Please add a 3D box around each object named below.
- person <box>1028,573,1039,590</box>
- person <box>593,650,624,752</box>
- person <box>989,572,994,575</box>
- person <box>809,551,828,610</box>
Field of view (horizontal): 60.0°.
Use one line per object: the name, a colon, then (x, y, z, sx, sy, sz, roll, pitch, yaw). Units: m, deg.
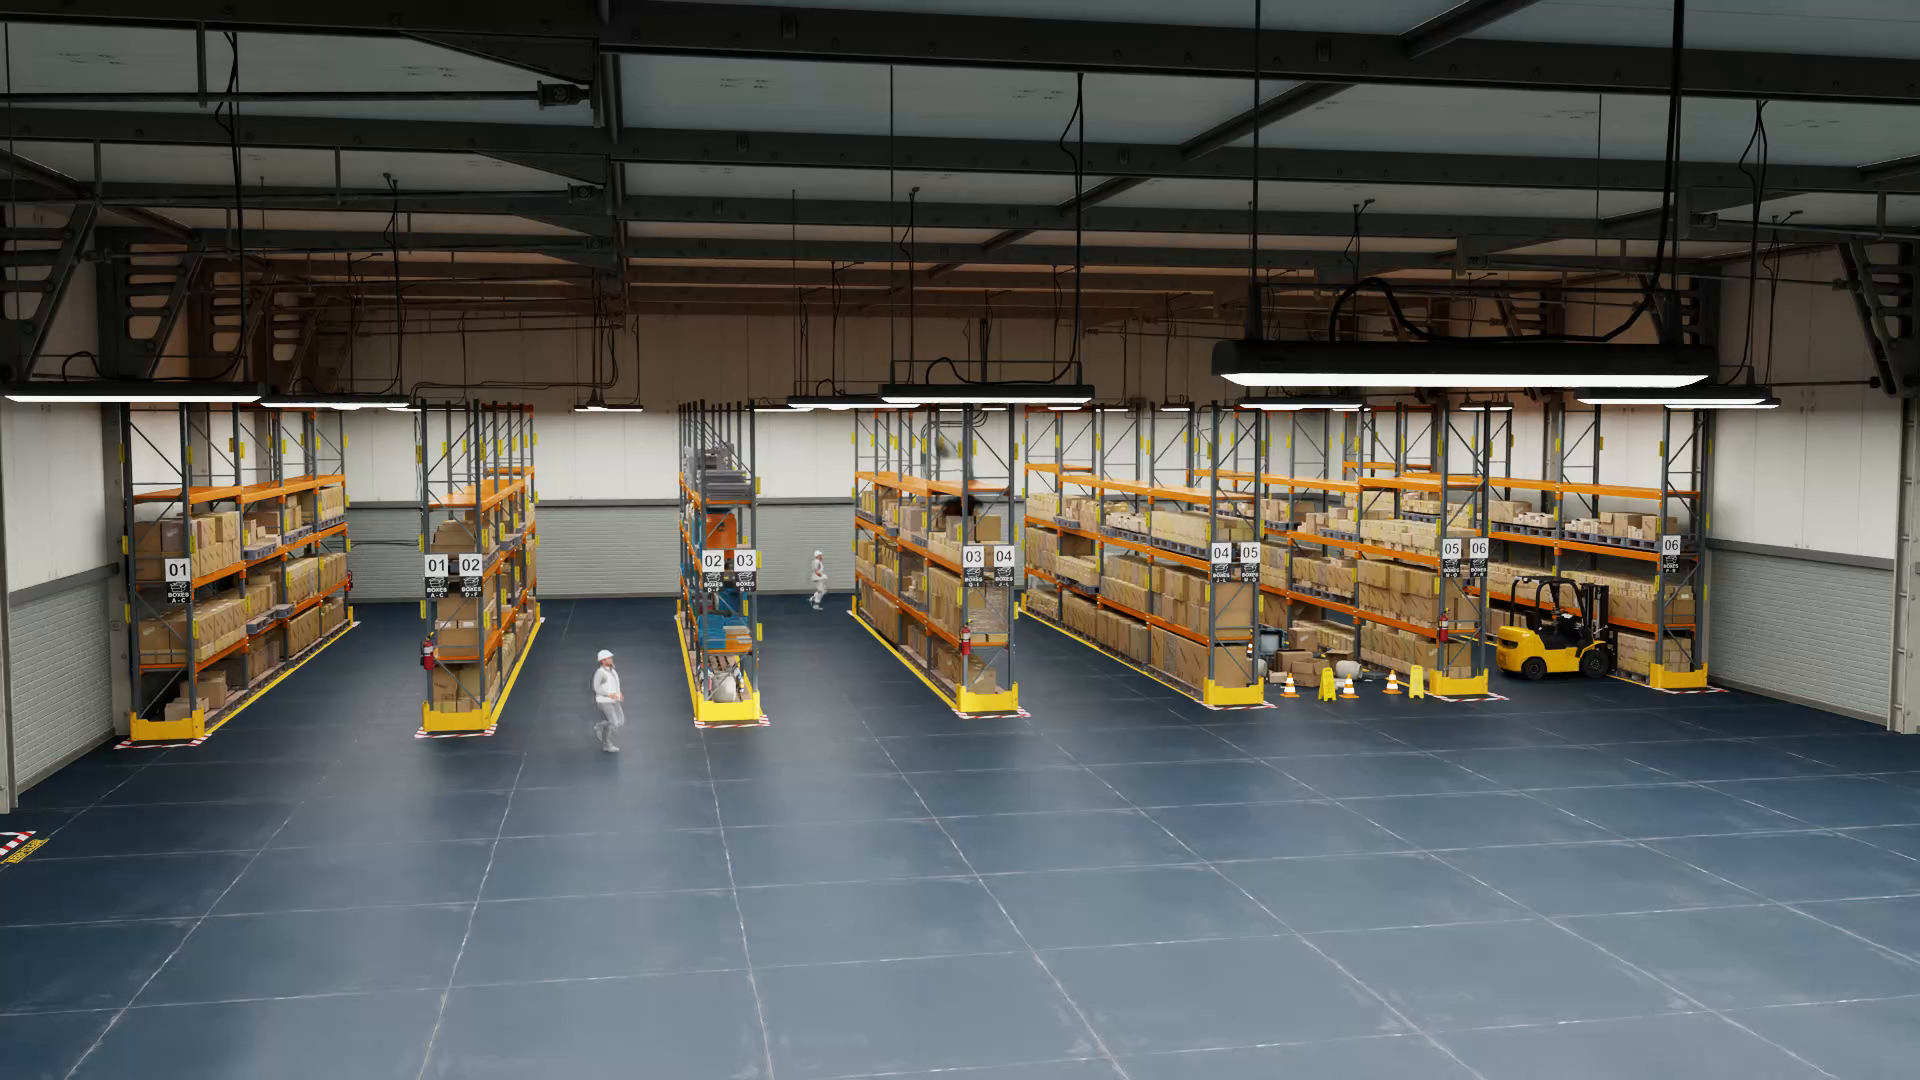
person: (2.181, 1.119, 50.147, 0.606, 1.654, 0.537, 4, 6, 40)
person: (-6.012, 2.734, 28.300, 0.585, 1.731, 0.661, 1, 4, 16)
person: (0.869, 1.148, 50.255, 0.571, 1.596, 0.668, -1, 4, -8)
person: (-4.140, 1.181, 48.586, 0.591, 1.748, 0.674, 0, 4, -4)
